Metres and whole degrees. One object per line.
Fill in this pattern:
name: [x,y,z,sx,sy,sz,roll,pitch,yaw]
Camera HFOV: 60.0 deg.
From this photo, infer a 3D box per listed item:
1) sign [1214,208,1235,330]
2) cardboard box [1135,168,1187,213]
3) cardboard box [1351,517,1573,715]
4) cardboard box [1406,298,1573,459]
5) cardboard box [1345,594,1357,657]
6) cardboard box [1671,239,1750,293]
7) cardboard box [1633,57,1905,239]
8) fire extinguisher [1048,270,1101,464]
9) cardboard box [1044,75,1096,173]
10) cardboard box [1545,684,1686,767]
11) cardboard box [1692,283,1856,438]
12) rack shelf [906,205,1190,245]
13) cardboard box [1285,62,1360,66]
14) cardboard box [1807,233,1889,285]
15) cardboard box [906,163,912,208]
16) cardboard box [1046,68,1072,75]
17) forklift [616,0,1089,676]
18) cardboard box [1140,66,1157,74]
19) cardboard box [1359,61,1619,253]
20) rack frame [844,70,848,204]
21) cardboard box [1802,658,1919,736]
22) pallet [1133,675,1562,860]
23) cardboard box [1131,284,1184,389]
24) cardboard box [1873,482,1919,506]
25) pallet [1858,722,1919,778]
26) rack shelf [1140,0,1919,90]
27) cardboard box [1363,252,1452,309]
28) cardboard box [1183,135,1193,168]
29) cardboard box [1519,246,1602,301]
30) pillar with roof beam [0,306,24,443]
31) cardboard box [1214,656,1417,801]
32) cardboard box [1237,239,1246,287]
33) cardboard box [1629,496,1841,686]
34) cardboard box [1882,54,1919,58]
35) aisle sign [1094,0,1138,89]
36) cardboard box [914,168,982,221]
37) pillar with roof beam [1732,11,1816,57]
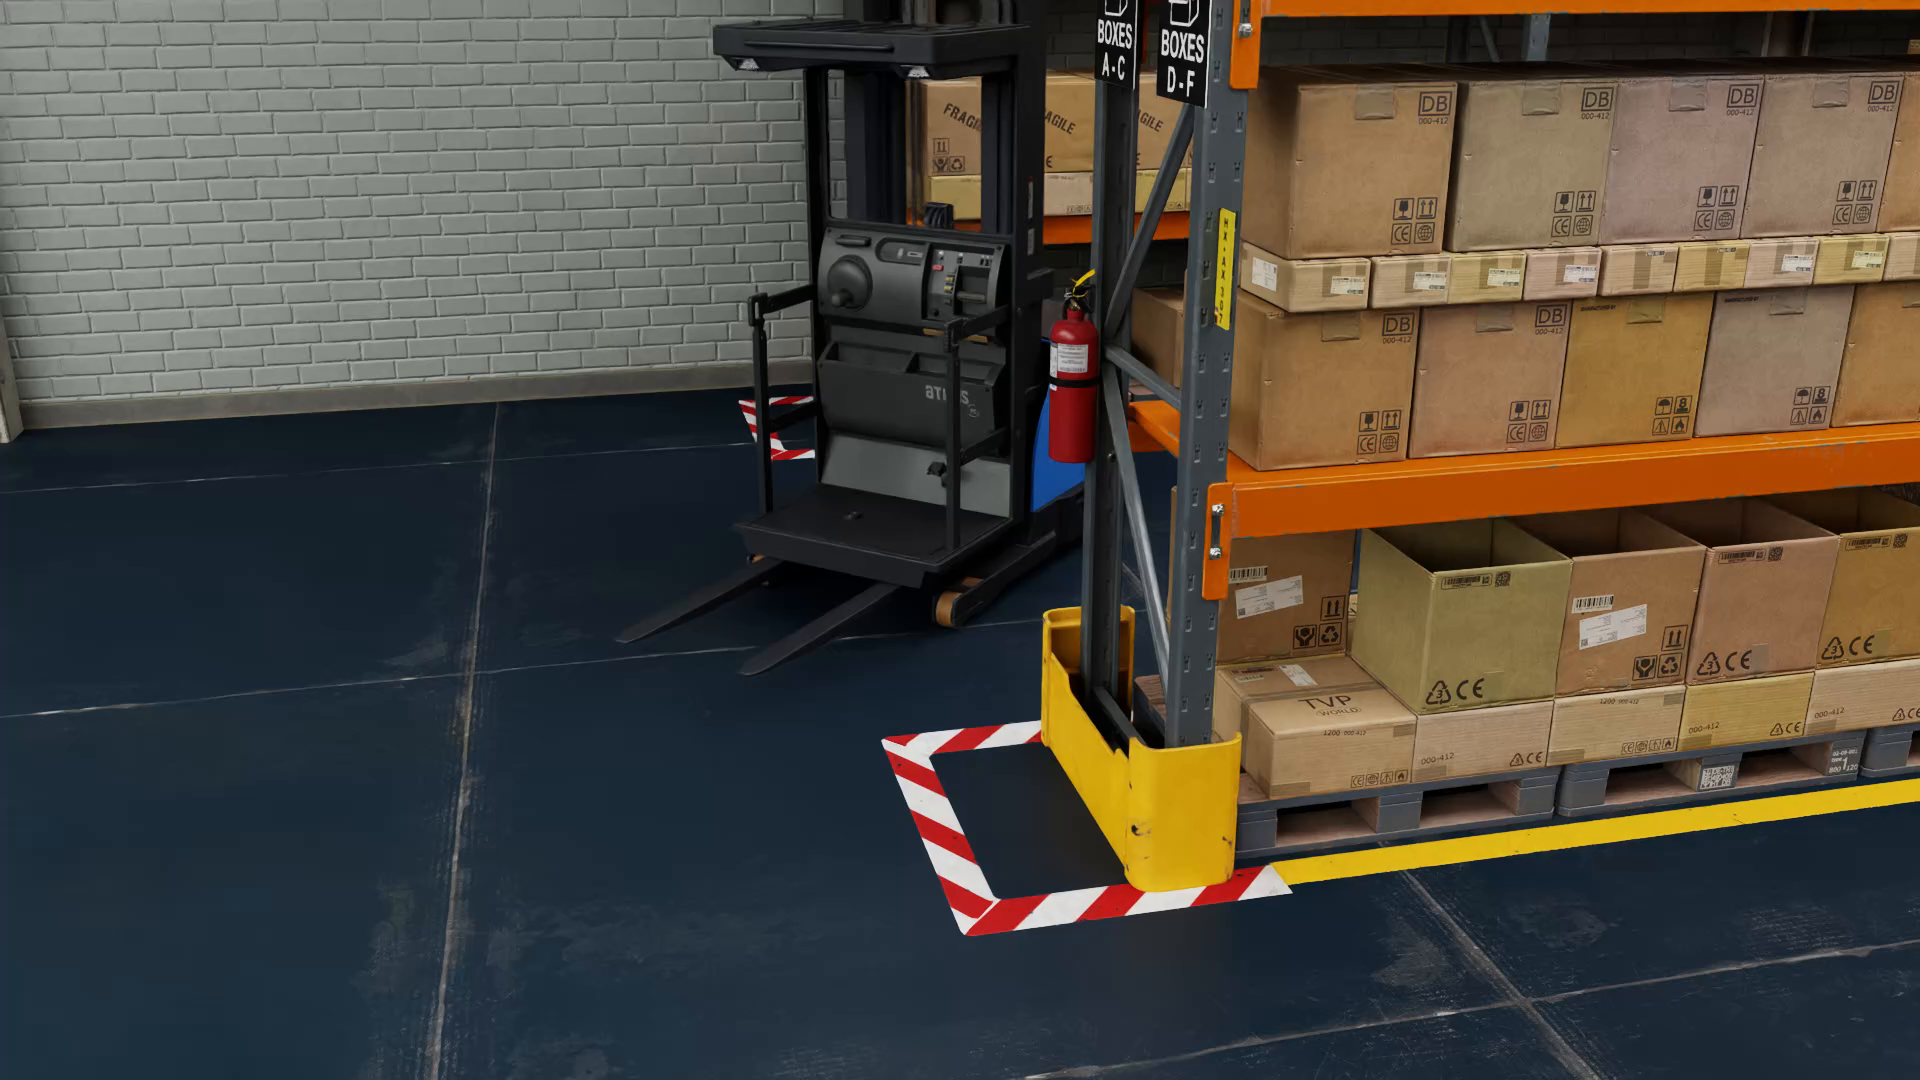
sign: [0.739,-0.756,4.643,0.005,0.325,0.100,-5,21,-12]
cardboard box: [1.021,-2.112,9.907,0.500,0.250,0.500,-5,21,-13]
cardboard box: [1.676,0.235,5.608,0.500,0.500,0.500,-5,21,-12]
cardboard box: [1.584,-0.621,5.504,0.500,0.500,0.700,-4,21,-11]
cardboard box: [1.555,0.411,6.219,0.500,0.250,0.500,-5,21,-12]
cardboard box: [2.301,-0.911,5.353,0.250,0.149,0.380,-5,21,-13]
cardboard box: [2.614,-1.315,5.511,0.500,0.500,0.700,-5,21,-12]
fire extinguisher: [0.395,-0.608,5.726,0.183,0.674,0.296,-5,21,-12]
cardboard box: [0.490,-2.420,9.659,0.500,0.500,0.500,-5,21,-12]
cardboard box: [2.162,0.547,5.846,0.500,0.250,0.500,-5,21,-12]
cardboard box: [2.580,-0.701,5.723,0.500,0.500,0.700,-4,21,-11]
rack shelf: [1.420,-1.977,10.396,4.000,0.370,1.077,-5,21,-12]
cardboard box: [2.356,-2.757,10.578,0.500,0.500,0.500,-5,21,-13]
cardboard box: [2.800,-0.951,5.462,0.250,0.149,0.380,-4,20,-11]
cardboard box: [-0.116,-2.197,10.140,0.500,0.250,0.500,-4,21,-12]
cardboard box: [0.375,-2.592,10.129,0.500,0.500,0.500,-4,21,-12]
forklift: [-0.328,-1.166,7.238,1.130,2.935,3.031,11,23,28]
cardboard box: [1.368,-2.674,10.353,0.500,0.500,0.500,-4,21,-12]
cardboard box: [1.636,-1.235,5.293,0.500,0.500,0.700,-5,21,-14]
rack frame: [-0.527,-2.156,9.840,0.127,3.000,1.000,-5,21,-12]
cardboard box: [3.137,0.470,6.058,0.500,0.250,0.500,-5,21,-12]
pallet: [1.352,0.736,5.997,1.213,0.211,1.003,-5,21,-12]
cardboard box: [1.448,-1.300,10.497,0.500,0.500,0.700,-6,21,-16]
cardboard box: [3.619,0.072,6.053,0.500,0.500,0.500,-5,21,-12]
pallet: [3.726,0.543,6.524,1.213,0.211,1.003,-5,21,-12]
rack shelf: [2.563,-1.727,5.354,4.000,0.370,1.077,-5,21,-12]
cardboard box: [1.305,-0.831,5.133,0.250,0.149,0.380,-5,21,-14]
cardboard box: [1.494,-2.504,9.888,0.500,0.500,0.500,-4,20,-11]
cardboard box: [1.794,-0.869,5.238,0.250,0.149,0.380,-5,21,-13]
pillar with roof beam: [-4.893,-3.402,4.519,0.400,9.000,9.100,-5,21,-12]
cardboard box: [1.190,0.628,5.627,0.500,0.250,0.500,-5,21,-12]
cardboard box: [0.945,-0.944,5.442,0.250,0.149,0.380,-5,21,-13]
cardboard box: [2.650,0.158,5.820,0.500,0.500,0.500,-5,21,-12]
cardboard box: [3.588,-1.393,5.726,0.500,0.500,0.700,-5,21,-13]
aisle sign: [0.485,-1.812,5.121,0.004,0.787,0.394,-5,21,-12]
cardboard box: [0.021,-2.027,9.677,0.500,0.250,0.500,-5,21,-14]
pillar with roof beam: [6.785,-4.352,7.112,0.400,9.000,9.100,-5,21,-12]
